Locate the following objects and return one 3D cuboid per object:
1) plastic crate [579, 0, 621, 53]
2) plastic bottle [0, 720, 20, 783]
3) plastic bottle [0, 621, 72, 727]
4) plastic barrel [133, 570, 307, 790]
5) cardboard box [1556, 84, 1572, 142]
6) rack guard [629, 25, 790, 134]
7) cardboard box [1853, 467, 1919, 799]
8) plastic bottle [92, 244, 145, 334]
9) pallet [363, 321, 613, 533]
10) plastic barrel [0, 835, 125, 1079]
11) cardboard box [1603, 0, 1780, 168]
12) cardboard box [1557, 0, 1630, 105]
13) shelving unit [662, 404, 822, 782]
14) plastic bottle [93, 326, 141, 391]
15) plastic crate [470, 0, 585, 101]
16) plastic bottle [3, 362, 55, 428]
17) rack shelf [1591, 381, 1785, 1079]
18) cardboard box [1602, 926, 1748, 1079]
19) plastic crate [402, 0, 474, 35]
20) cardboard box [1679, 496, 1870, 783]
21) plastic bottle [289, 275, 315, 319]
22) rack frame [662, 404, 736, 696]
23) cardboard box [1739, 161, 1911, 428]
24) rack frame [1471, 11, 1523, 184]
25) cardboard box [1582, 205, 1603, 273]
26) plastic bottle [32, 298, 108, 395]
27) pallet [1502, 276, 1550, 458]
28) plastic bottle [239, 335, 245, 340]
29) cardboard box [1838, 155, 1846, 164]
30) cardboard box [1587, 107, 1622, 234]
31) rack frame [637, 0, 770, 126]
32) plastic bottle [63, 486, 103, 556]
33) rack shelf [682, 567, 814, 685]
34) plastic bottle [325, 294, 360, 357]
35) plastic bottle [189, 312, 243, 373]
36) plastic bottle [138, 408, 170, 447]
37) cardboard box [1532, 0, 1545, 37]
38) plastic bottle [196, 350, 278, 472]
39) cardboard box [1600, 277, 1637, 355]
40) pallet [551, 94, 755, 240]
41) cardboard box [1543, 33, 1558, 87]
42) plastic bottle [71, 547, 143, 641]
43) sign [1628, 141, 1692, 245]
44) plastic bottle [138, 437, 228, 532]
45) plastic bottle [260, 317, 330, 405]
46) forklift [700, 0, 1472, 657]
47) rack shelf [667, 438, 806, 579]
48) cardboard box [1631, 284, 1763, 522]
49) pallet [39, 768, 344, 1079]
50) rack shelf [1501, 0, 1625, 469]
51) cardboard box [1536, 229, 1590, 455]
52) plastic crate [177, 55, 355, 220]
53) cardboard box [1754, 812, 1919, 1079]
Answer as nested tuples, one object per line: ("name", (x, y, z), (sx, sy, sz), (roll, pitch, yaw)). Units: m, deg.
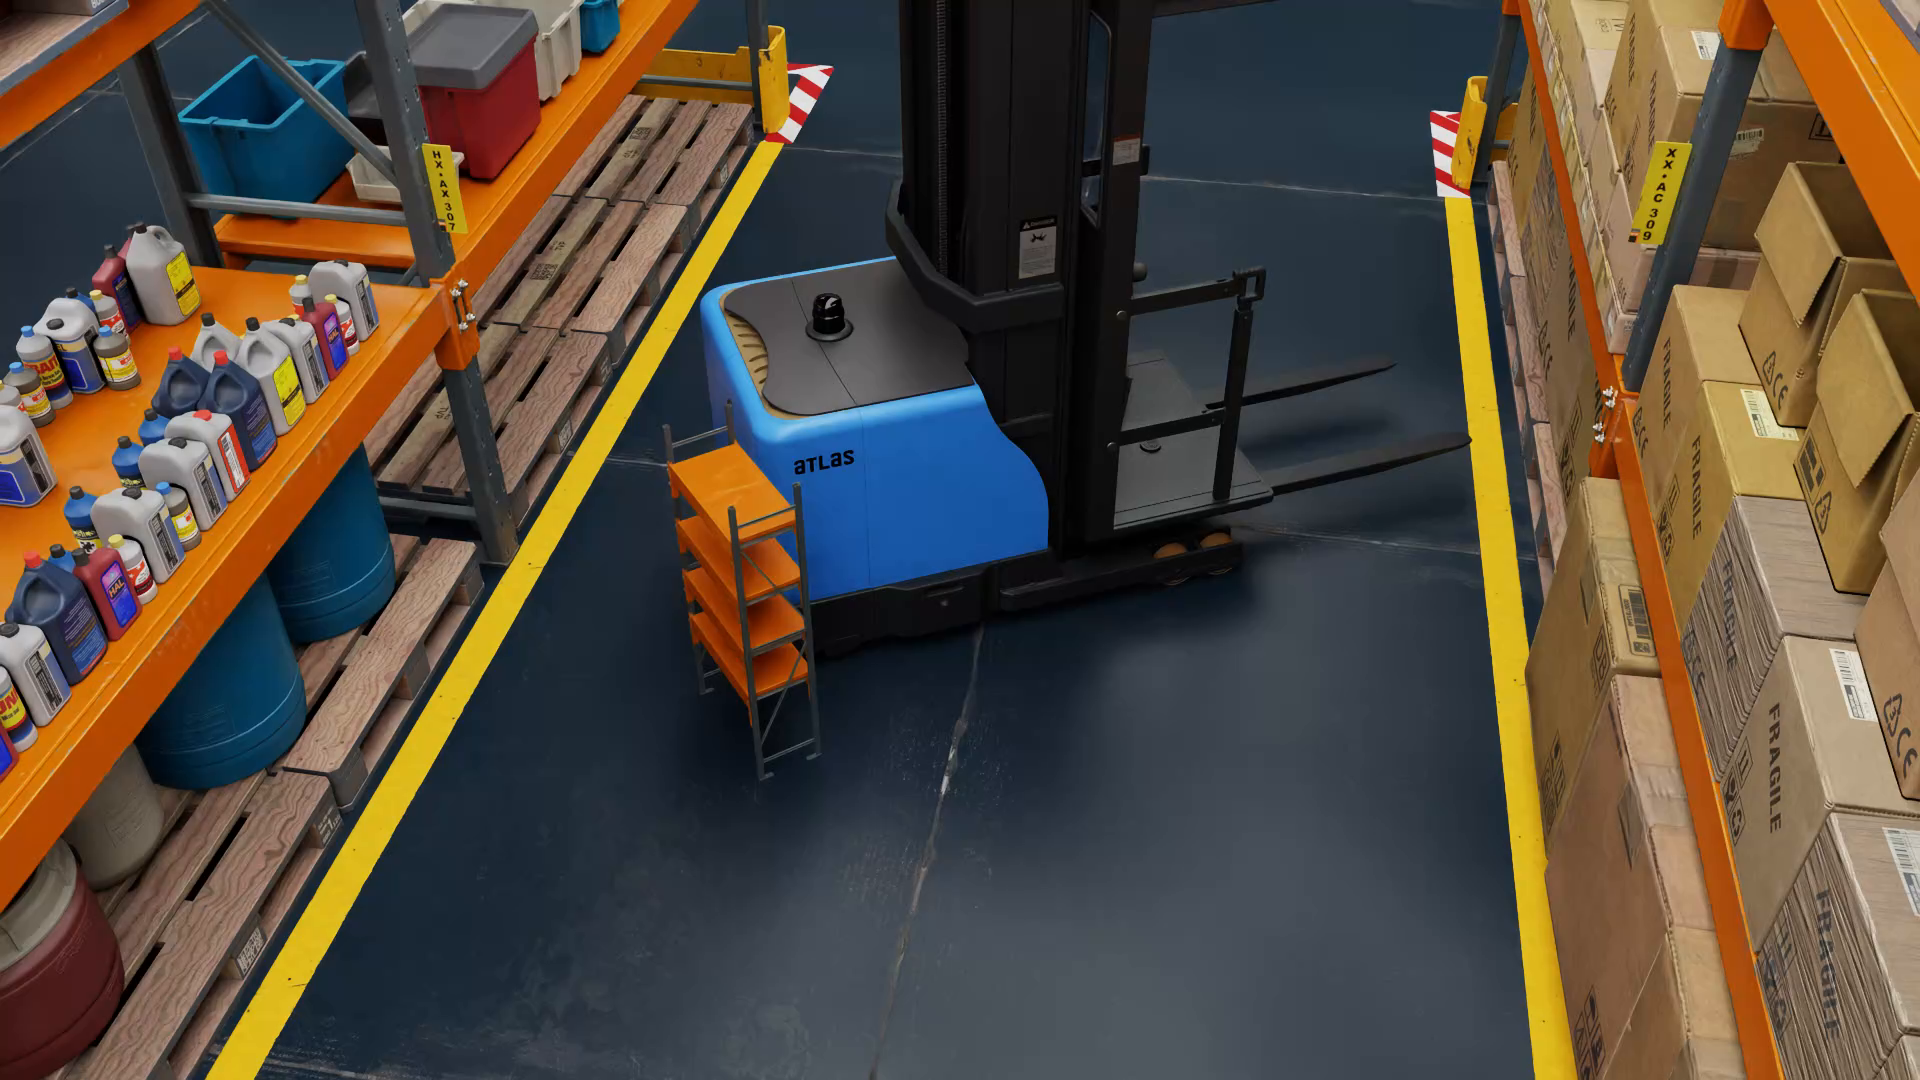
("plastic crate", (-1.688, -2.289, 7.249), (0.416, 0.233, 0.300), (6, 40, 8))
("plastic bottle", (-2.332, 0.462, 3.929), (0.061, 0.283, 0.133), (6, 40, 8))
("plastic bottle", (-2.337, 0.314, 4.113), (0.152, 0.276, 0.135), (6, 40, 8))
("plastic barrel", (-2.511, 0.293, 5.358), (0.600, 0.901, 0.708), (6, 40, 8))
("cardboard box", (2.598, -1.688, 6.635), (0.380, 0.149, 0.250), (7, 40, 8))
("rack guard", (-1.594, -2.701, 9.625), (1.175, 0.500, 0.348), (6, 40, 8))
("cardboard box", (2.276, 0.206, 3.281), (0.797, 0.503, 0.637), (8, 40, 9))
("plastic bottle", (-2.784, -0.826, 5.486), (0.061, 0.283, 0.133), (6, 40, 8))
("pallet", (-2.189, -0.529, 7.224), (1.003, 0.211, 1.213), (6, 40, 8))
("plastic barrel", (-2.707, 1.123, 4.601), (0.600, 0.588, 0.708), (6, 40, 8))
("cardboard box", (2.508, -1.569, 5.590), (0.500, 0.500, 0.500), (7, 40, 8))
("cardboard box", (2.685, -1.917, 6.599), (0.500, 0.250, 0.500), (6, 40, 7))
("shelving unit", (-0.719, 0.196, 5.572), (0.258, 1.200, 0.503), (-21, 44, -24))
("plastic bottle", (-2.670, -0.581, 5.254), (0.097, 0.201, 0.097), (0, 40, 0))
("plastic crate", (-1.832, -2.053, 6.925), (0.437, 0.282, 0.530), (6, 40, 8))
("plastic bottle", (-2.860, -0.452, 5.099), (0.097, 0.201, 0.097), (0, 40, 0))
("rack shelf", (2.254, 0.941, 3.822), (1.077, 0.370, 4.000), (6, 40, 8))
("cardboard box", (2.210, 1.587, 3.815), (1.225, 0.875, 0.875), (7, 40, 8))
("plastic crate", (-2.272, -2.185, 7.199), (0.293, 0.136, 0.466), (6, 40, 8))
("cardboard box", (2.102, 0.261, 4.002), (0.500, 0.500, 0.500), (6, 40, 7))
("plastic bottle", (-2.154, -0.780, 5.495), (0.097, 0.201, 0.097), (0, 40, 0))
("rack frame", (-0.845, 0.063, 5.733), (0.240, 1.200, 0.015), (-21, 44, -24))
("cardboard box", (2.498, -0.615, 4.274), (0.797, 0.503, 0.637), (5, 40, 7))
("rack frame", (3.293, -3.102, 8.148), (1.000, 3.000, 0.127), (6, 40, 8))
("cardboard box", (2.420, -1.045, 5.857), (0.380, 0.149, 0.250), (6, 40, 7))
("plastic bottle", (-2.796, -0.612, 5.233), (0.152, 0.276, 0.135), (6, 40, 8))
("pallet", (3.018, -0.753, 7.495), (1.003, 0.211, 1.213), (6, 40, 8))
("plastic bottle", (-2.217, -0.551, 5.218), (0.097, 0.201, 0.097), (0, 40, 0))
("cardboard box", (2.935, -1.210, 5.155), (0.500, 0.500, 0.500), (6, 40, 8))
("cardboard box", (2.506, -1.279, 5.828), (0.500, 0.250, 0.500), (8, 40, 9))
("rack frame", (-1.585, -3.648, 8.808), (1.000, 3.000, 0.127), (6, 40, 8))
("plastic bottle", (-2.367, -0.031, 4.535), (0.097, 0.271, 0.097), (0, 40, 0))
("rack shelf", (-0.719, 0.247, 5.615), (0.258, 0.148, 0.480), (-21, 44, -24))
("plastic bottle", (-2.021, -0.702, 5.401), (0.097, 0.201, 0.097), (0, 40, 0))
("plastic bottle", (-2.256, -0.521, 5.065), (0.144, 0.351, 0.185), (6, 40, 8))
("plastic bottle", (-2.304, -0.261, 4.813), (0.097, 0.271, 0.097), (0, 40, 0))
("cardboard box", (2.775, -2.333, 7.415), (0.380, 0.149, 0.250), (6, 40, 7))
("plastic bottle", (-2.146, -0.390, 4.906), (0.144, 0.351, 0.185), (6, 40, 8))
("cardboard box", (2.331, -0.722, 5.466), (0.380, 0.149, 0.250), (7, 40, 8))
("pallet", (-1.766, -2.060, 9.076), (1.003, 0.211, 1.213), (6, 40, 8))
("cardboard box", (2.686, -2.011, 7.026), (0.380, 0.149, 0.250), (6, 40, 7))
("plastic bottle", (-2.236, 0.116, 4.347), (0.061, 0.283, 0.133), (6, 40, 8))
("sign", (2.054, -1.016, 4.883), (0.100, 0.325, 0.005), (6, 40, 8))
("plastic bottle", (-2.201, -0.177, 4.707), (0.152, 0.276, 0.135), (6, 40, 8))
("plastic bottle", (-2.091, -0.577, 5.192), (0.152, 0.276, 0.135), (6, 40, 8))
("forklift", (0.590, -1.259, 5.972), (3.031, 2.935, 1.130), (-12, 41, -15))
("rack shelf", (-0.719, -0.107, 5.321), (0.258, 0.148, 0.480), (-21, 44, -24))
("cardboard box", (2.275, -0.369, 4.764), (0.500, 0.500, 0.500), (7, 40, 8))
("pallet", (-2.661, 1.185, 5.151), (1.003, 0.211, 1.213), (6, 40, 8))
("rack shelf", (2.947, -1.569, 6.859), (1.077, 0.370, 4.000), (6, 40, 8))
("cardboard box", (2.949, -0.905, 6.828), (0.875, 0.875, 0.875), (6, 40, 8))
("plastic crate", (-2.533, -1.485, 6.158), (0.392, 0.384, 0.575), (6, 40, 8))
("cardboard box", (1.928, 0.905, 3.223), (0.500, 0.500, 0.500), (5, 40, 6))
